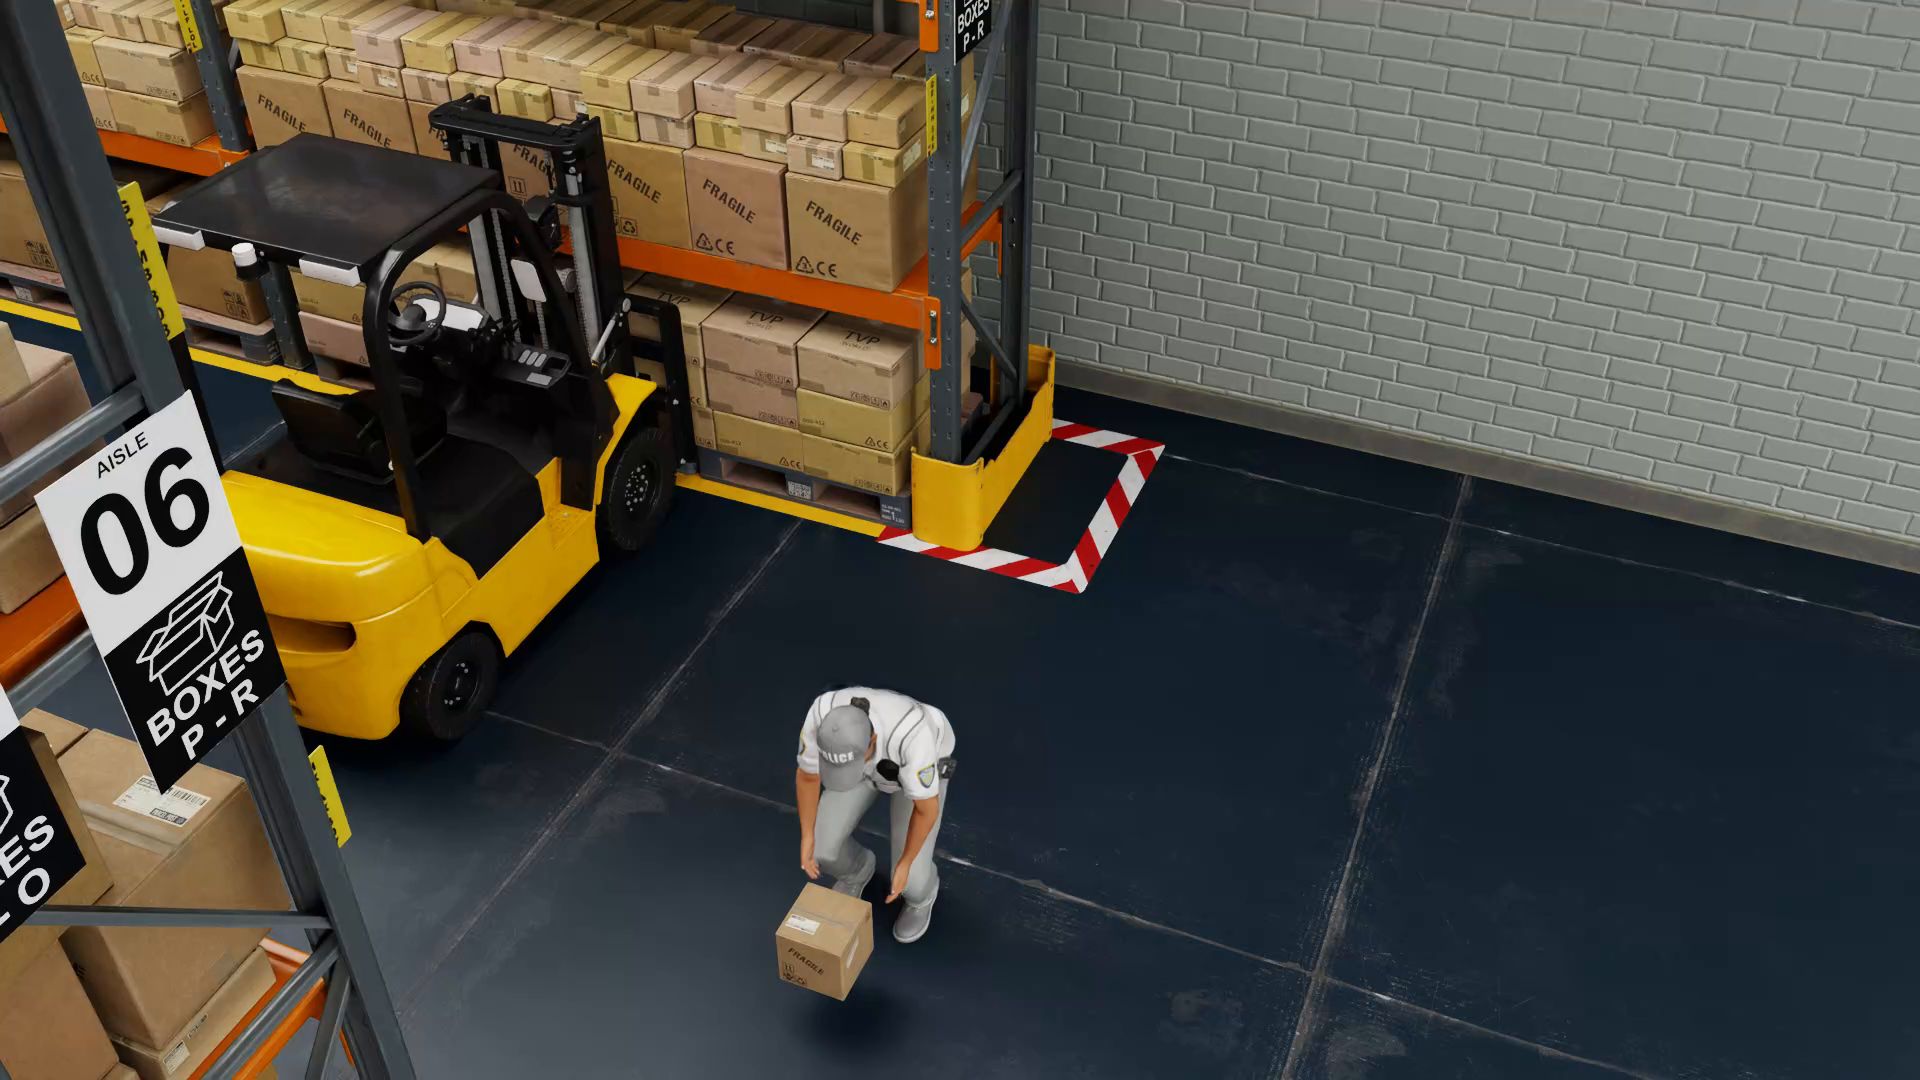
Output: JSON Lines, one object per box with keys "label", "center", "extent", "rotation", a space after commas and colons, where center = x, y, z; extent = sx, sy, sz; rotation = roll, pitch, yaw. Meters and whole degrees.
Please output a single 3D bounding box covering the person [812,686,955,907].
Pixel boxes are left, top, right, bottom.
{"label": "person", "center": [-0.260, 0.877, 6.033], "extent": [0.494, 1.126, 0.549], "rotation": [14, 40, 18]}
